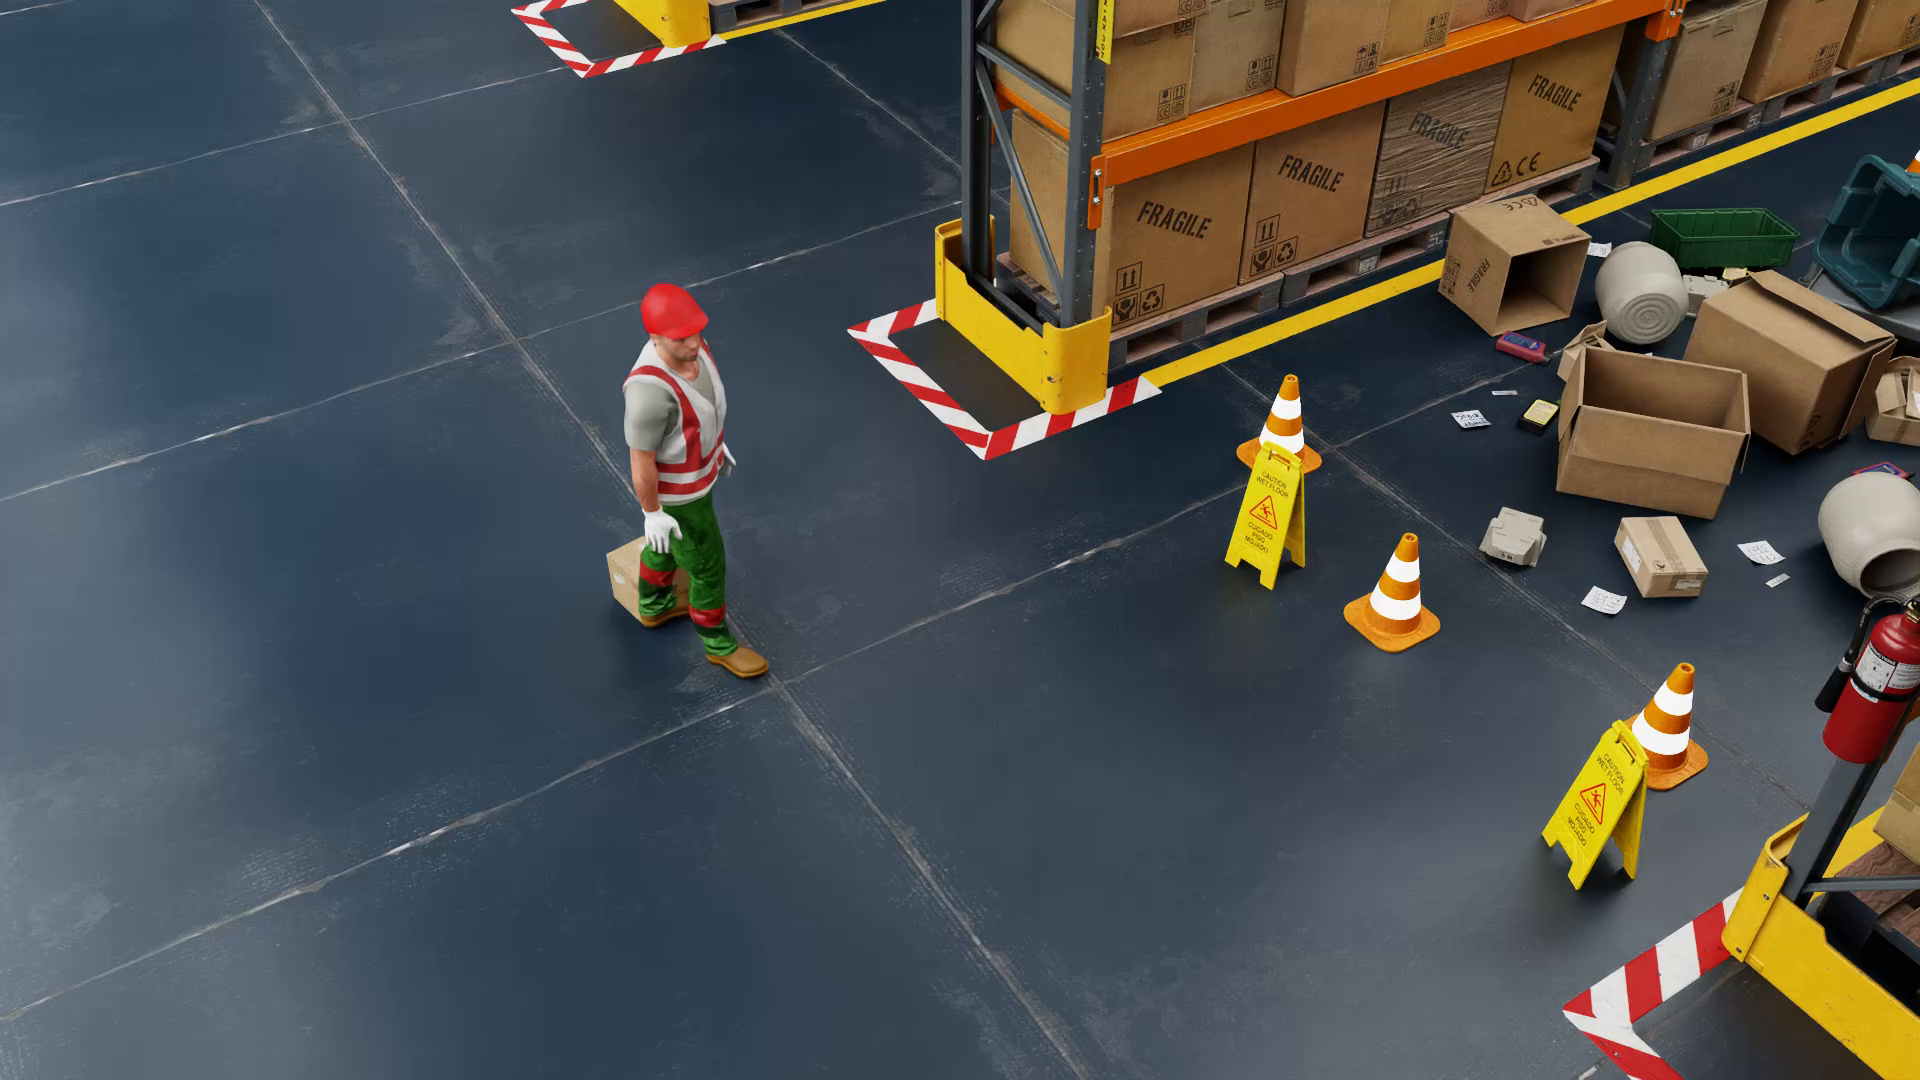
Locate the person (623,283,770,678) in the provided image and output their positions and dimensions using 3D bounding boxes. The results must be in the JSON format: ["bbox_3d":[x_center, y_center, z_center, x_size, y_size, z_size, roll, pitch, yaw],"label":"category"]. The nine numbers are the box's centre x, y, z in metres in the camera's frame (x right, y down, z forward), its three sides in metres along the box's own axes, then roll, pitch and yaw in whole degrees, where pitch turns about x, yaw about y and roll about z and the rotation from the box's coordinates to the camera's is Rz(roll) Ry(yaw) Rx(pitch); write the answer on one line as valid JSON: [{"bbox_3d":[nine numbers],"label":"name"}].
[{"bbox_3d":[-1.068,-0.230,6.414,0.618,1.788,0.570,6,41,7],"label":"person"}]
